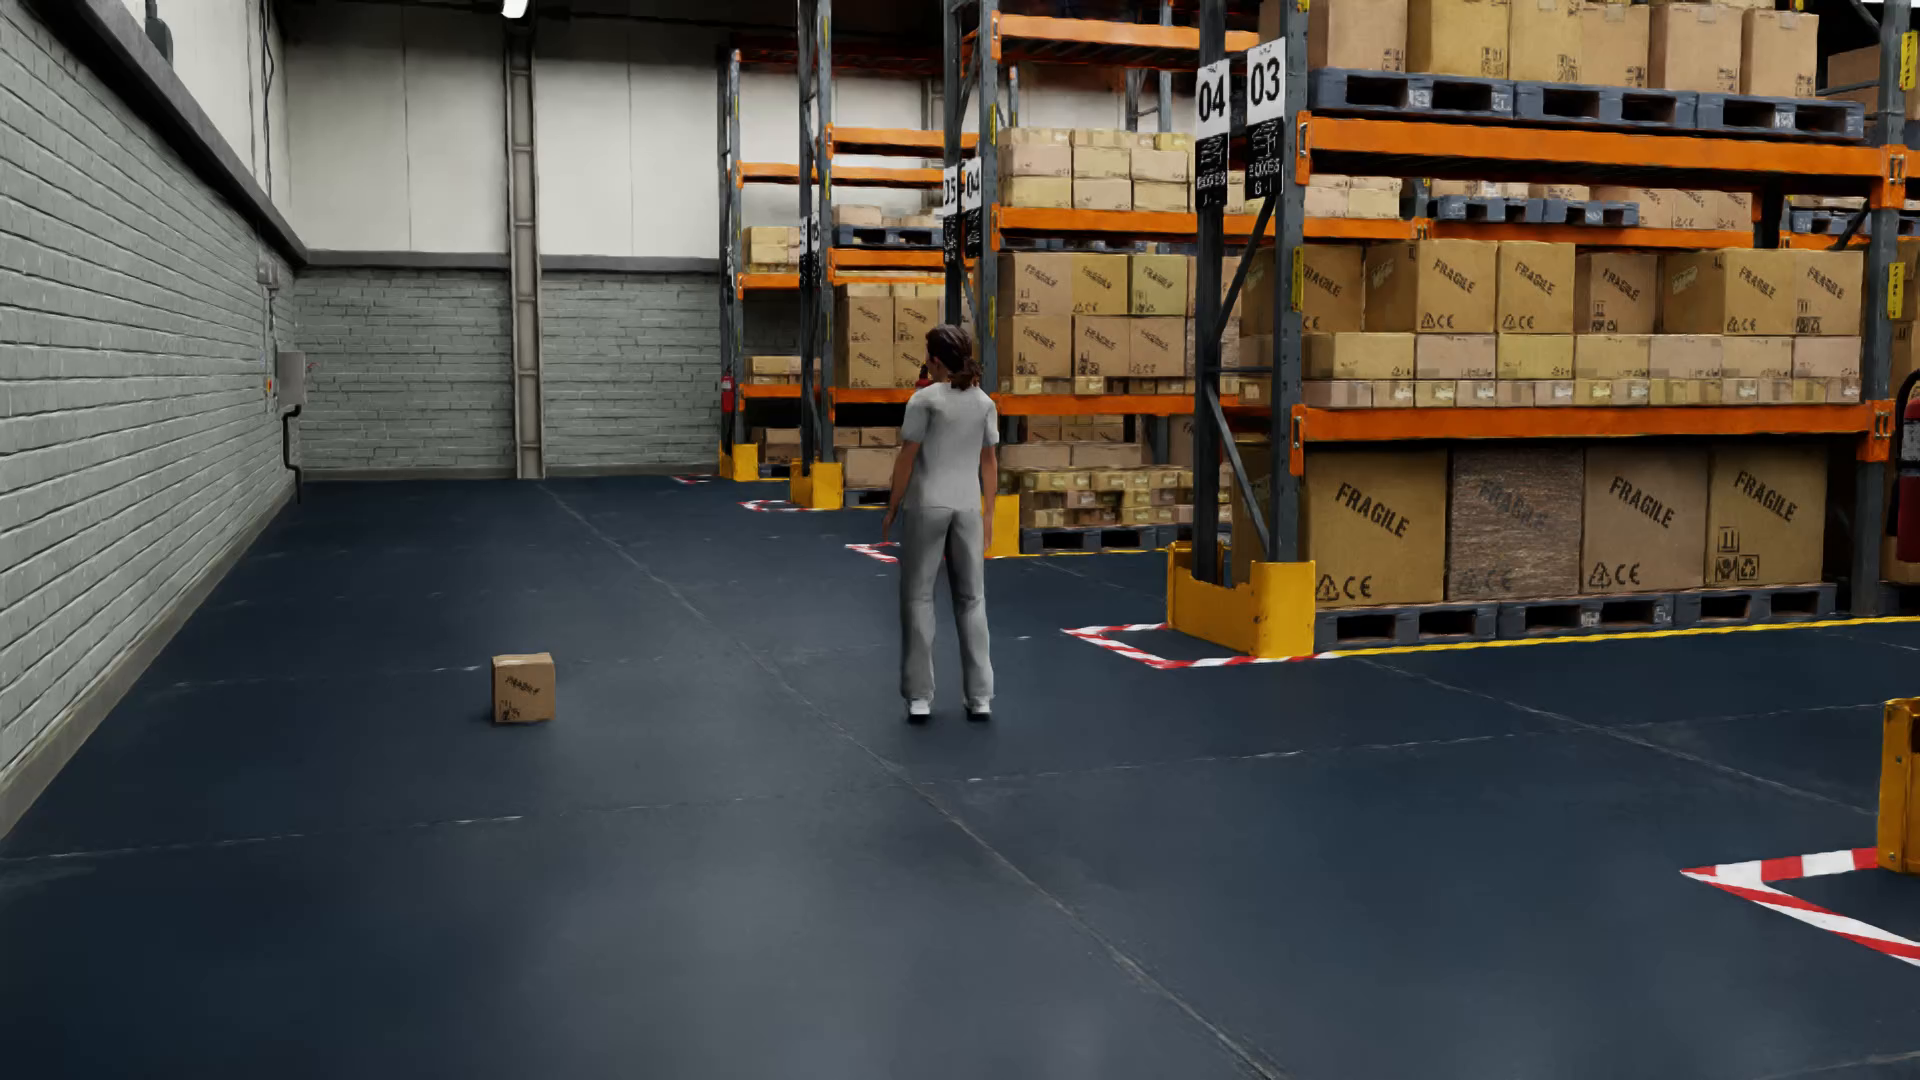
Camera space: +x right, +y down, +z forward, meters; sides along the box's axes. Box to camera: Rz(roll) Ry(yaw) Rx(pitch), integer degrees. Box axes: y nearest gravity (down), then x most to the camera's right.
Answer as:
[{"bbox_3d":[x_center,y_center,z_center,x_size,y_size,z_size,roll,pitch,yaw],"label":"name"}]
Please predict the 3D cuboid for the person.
[{"bbox_3d":[-0.070,-0.084,7.135,0.492,1.679,0.372,-3,6,-25],"label":"person"}]
